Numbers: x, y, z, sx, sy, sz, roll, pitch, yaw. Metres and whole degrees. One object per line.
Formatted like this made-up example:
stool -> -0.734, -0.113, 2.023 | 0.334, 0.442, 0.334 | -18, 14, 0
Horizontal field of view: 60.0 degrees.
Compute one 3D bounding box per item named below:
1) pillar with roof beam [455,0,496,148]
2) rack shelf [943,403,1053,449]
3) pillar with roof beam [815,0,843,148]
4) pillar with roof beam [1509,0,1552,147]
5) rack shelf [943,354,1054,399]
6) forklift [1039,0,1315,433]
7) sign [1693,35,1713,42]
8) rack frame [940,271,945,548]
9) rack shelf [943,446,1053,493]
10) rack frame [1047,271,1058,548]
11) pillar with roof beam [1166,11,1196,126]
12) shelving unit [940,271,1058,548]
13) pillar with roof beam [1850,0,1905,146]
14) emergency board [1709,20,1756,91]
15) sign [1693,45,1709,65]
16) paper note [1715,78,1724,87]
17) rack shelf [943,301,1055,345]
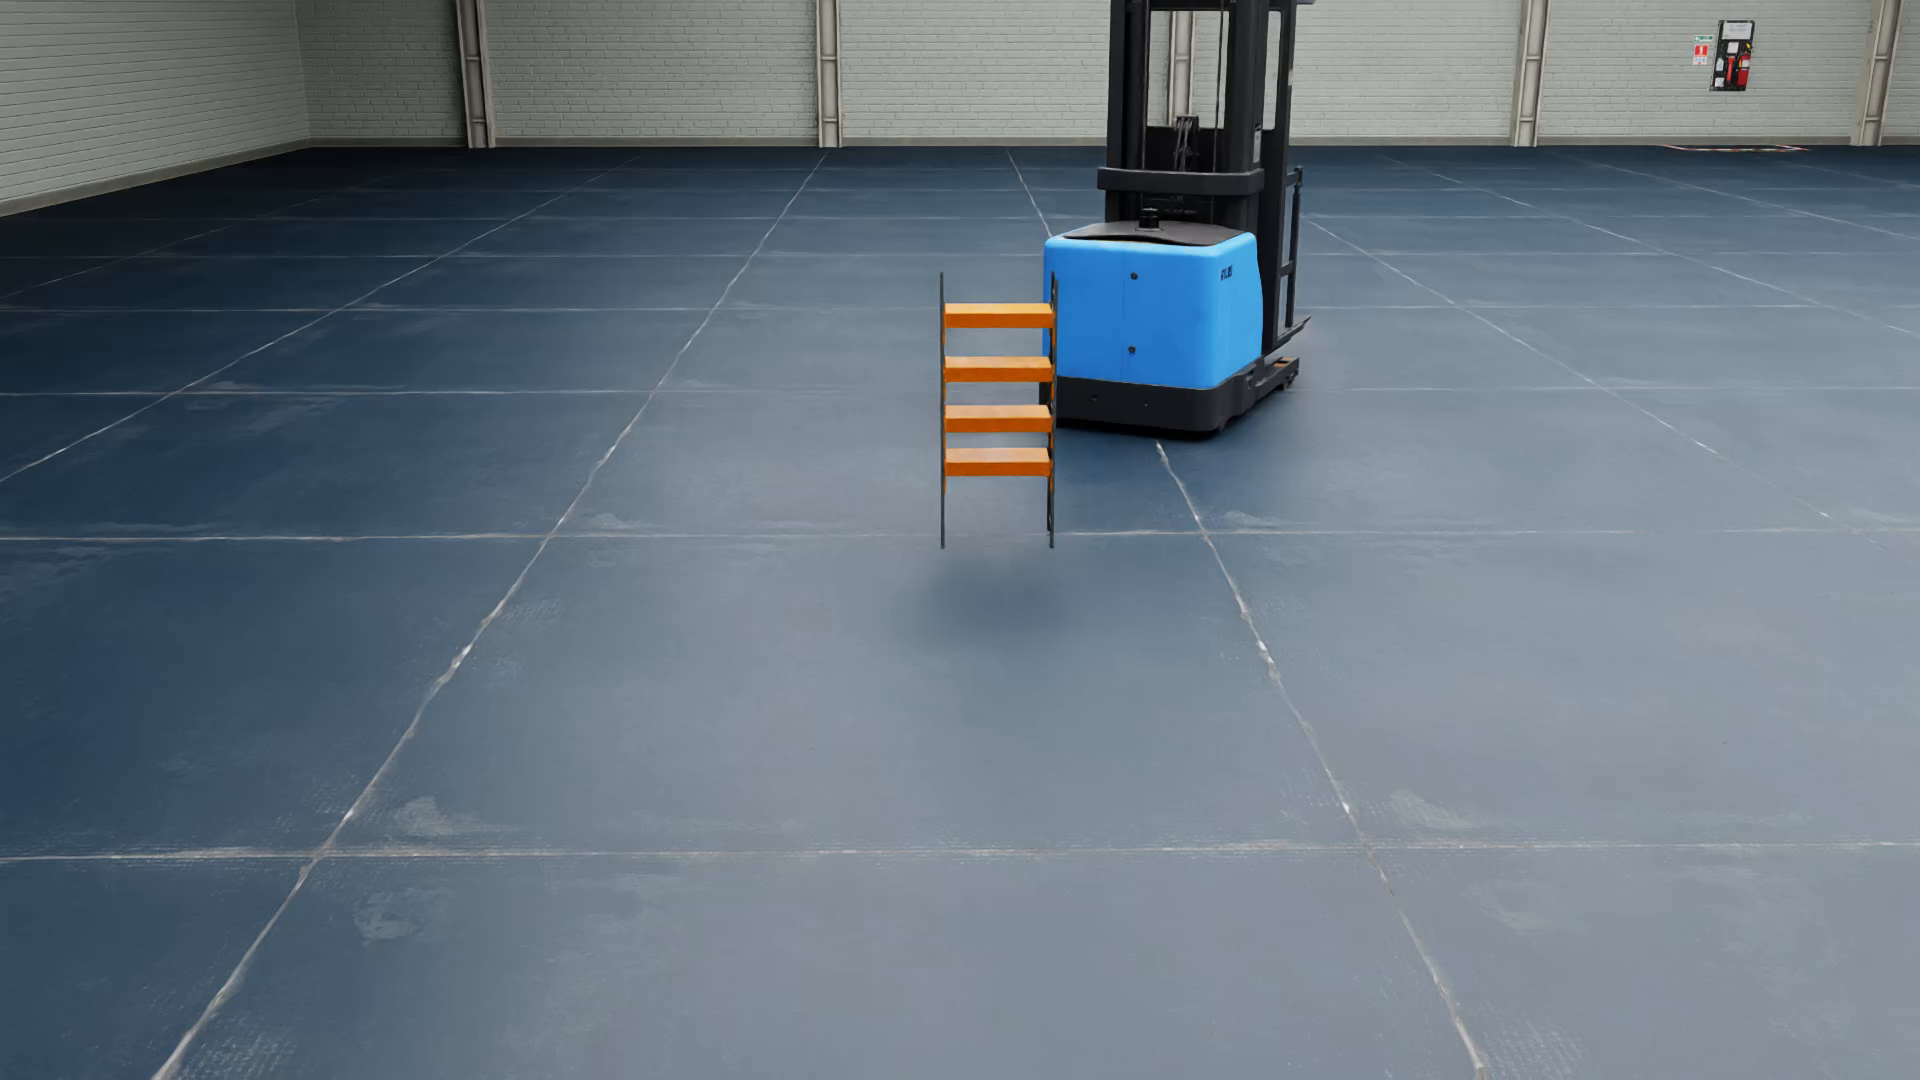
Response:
pillar with roof beam -> -8.156, -9.733, 23.157 | 0.400, 9.000, 9.100 | 0, 18, -1
rack shelf -> 0.166, -0.508, 7.387 | 0.480, 0.148, 0.258 | 0, 18, -1
pillar with roof beam -> -2.157, -9.762, 23.247 | 0.400, 9.000, 9.100 | 0, 18, -1
pillar with roof beam -> 9.842, -9.820, 23.427 | 0.400, 9.000, 9.100 | 0, 18, -1
rack shelf -> 0.166, -0.721, 7.319 | 0.480, 0.148, 0.258 | 0, 18, -1
forklift -> 1.537, -2.400, 10.232 | 1.130, 2.935, 3.031 | 8, 19, 24
sign -> 12.752, -8.602, 28.527 | 0.331, 0.109, 0.001 | 0, 18, -1
rack frame -> -0.078, -0.571, 7.363 | 0.015, 1.200, 0.240 | 0, 18, -1
rack shelf -> 0.166, -0.319, 7.448 | 0.480, 0.148, 0.258 | 0, 18, -1
rack frame -> 0.409, -0.573, 7.370 | 0.015, 1.200, 0.240 | 0, 18, -1
pillar with roof beam -> 3.842, -9.791, 23.337 | 0.400, 9.000, 9.100 | 0, 18, -1
shelving unit -> 0.166, -0.572, 7.367 | 0.503, 1.200, 0.258 | 0, 18, -1
pillar with roof beam -> 15.841, -9.849, 23.517 | 0.400, 9.000, 9.100 | 0, 18, -1
emergency board -> 13.302, -8.307, 28.532 | 0.643, 1.169, 0.194 | 0, 18, -1
sign -> 12.747, -8.353, 28.616 | 0.234, 0.329, 0.001 | 0, 18, -1
paper note -> 13.123, -7.907, 28.729 | 0.142, 0.148, 0.016 | 0, 18, -1
rack shelf -> 0.166, -0.946, 7.247 | 0.480, 0.148, 0.258 | 0, 18, -1
